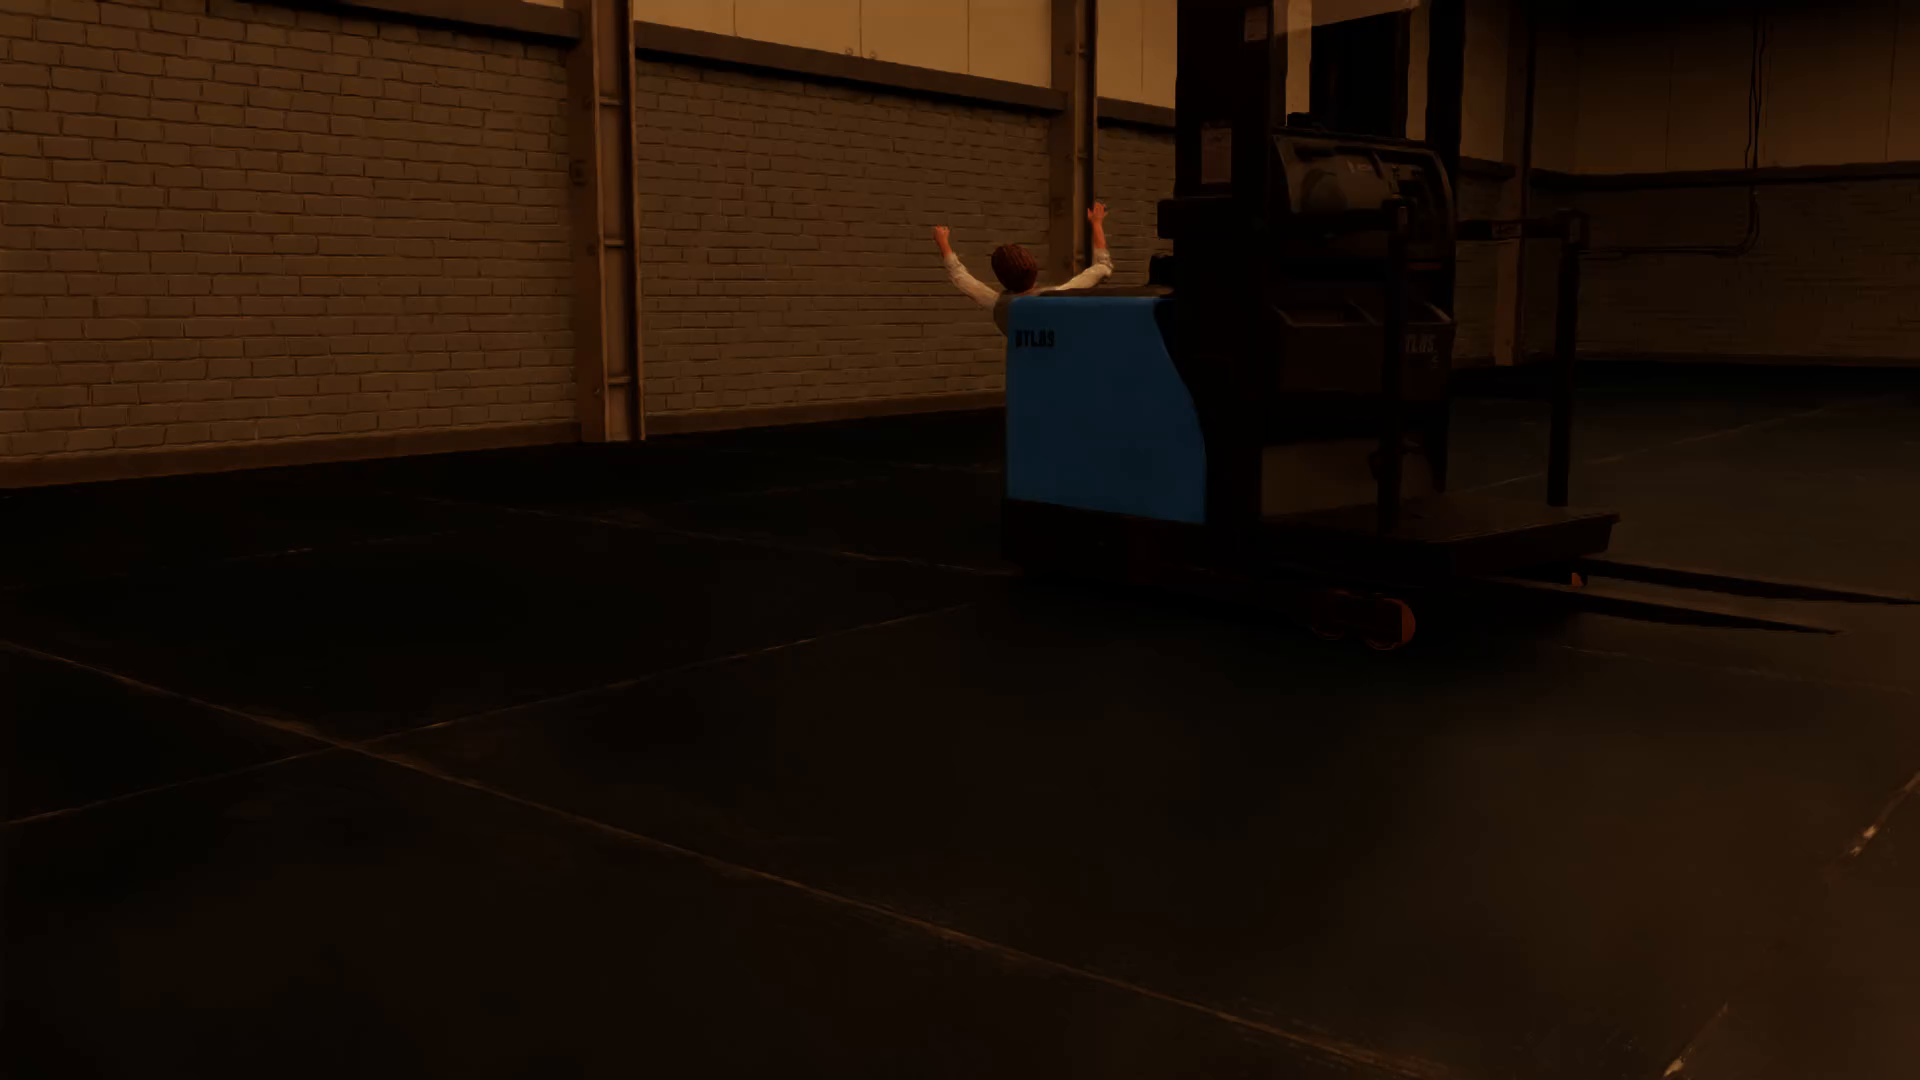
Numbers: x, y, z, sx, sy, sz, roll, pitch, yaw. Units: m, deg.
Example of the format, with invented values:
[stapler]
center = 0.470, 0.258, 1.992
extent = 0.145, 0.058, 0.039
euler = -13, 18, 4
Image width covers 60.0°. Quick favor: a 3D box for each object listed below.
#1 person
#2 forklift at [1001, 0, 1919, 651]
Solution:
[person]
center = 0.281, -0.808, 7.747
extent = 0.897, 1.507, 0.701
euler = 5, 10, 29
[forklift]
center = 1.505, -1.193, 5.435
extent = 1.130, 2.935, 3.031
euler = -7, 11, -40
